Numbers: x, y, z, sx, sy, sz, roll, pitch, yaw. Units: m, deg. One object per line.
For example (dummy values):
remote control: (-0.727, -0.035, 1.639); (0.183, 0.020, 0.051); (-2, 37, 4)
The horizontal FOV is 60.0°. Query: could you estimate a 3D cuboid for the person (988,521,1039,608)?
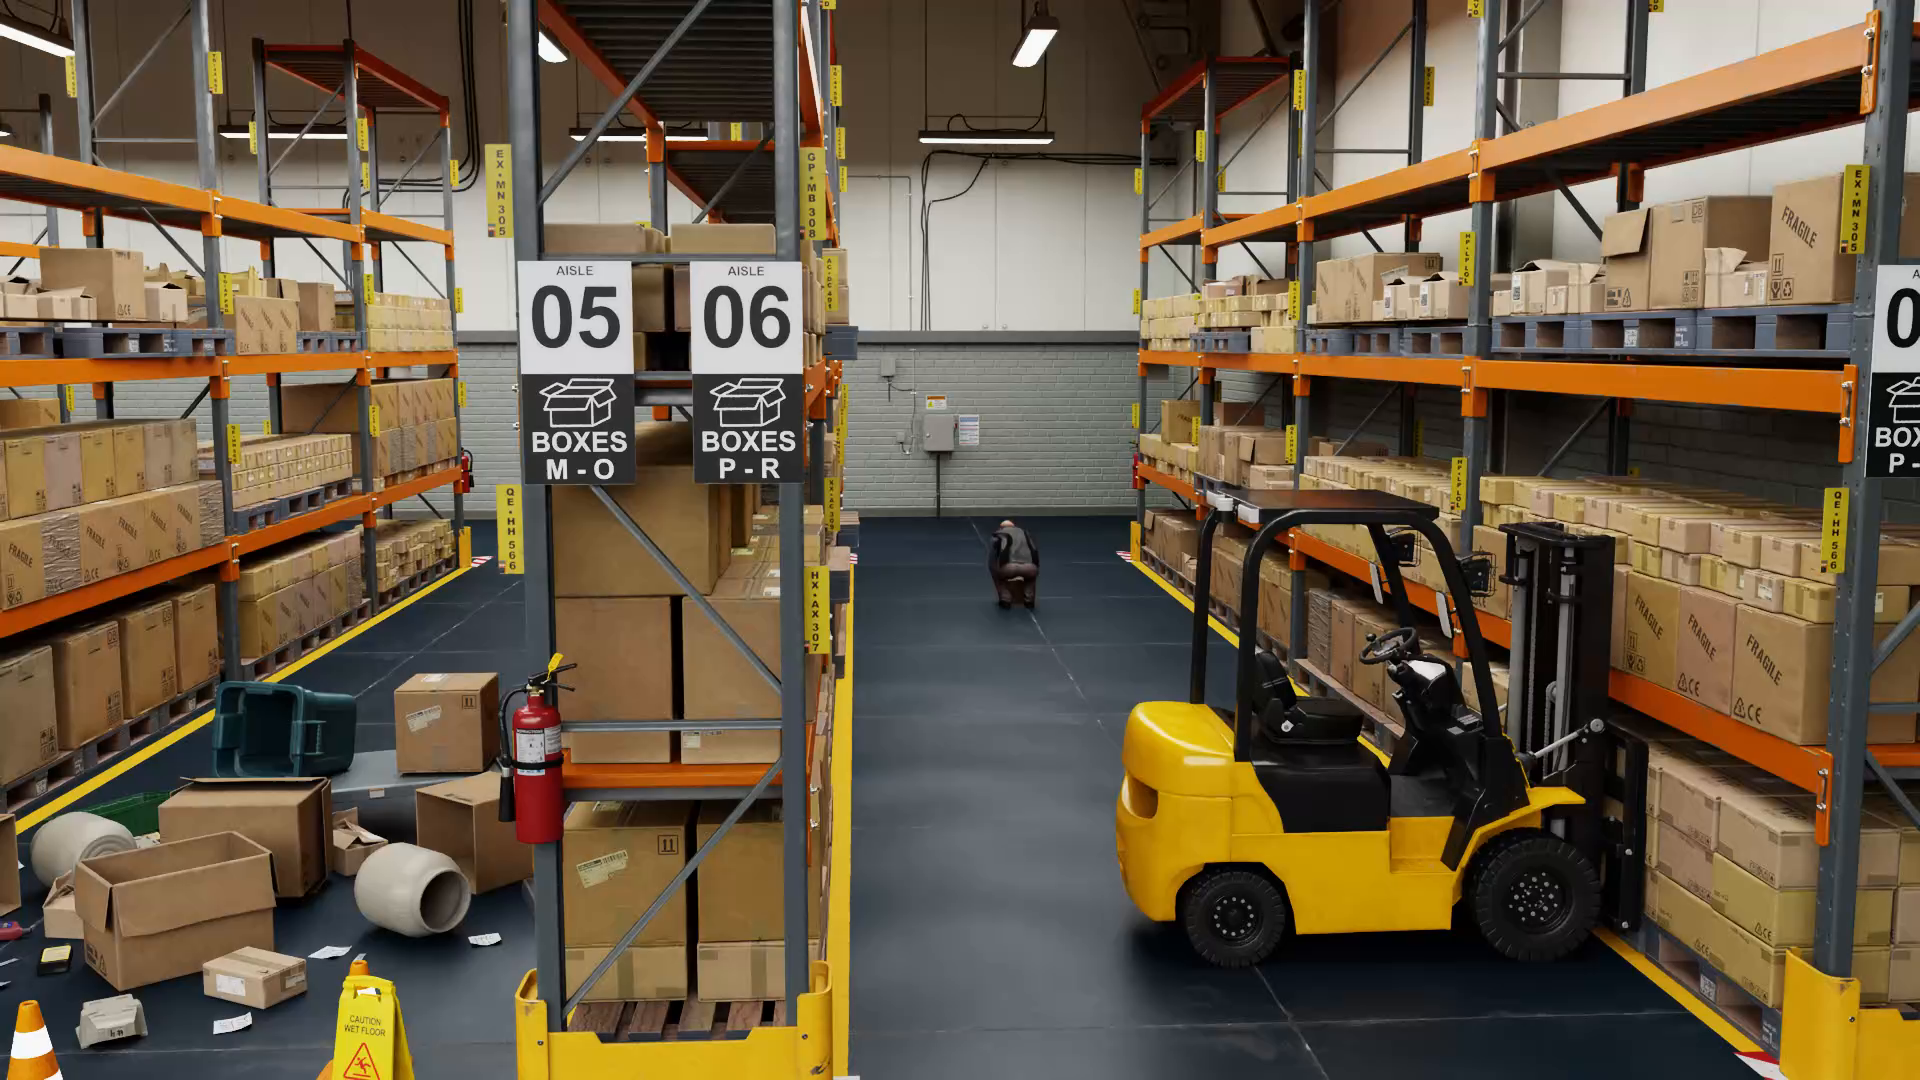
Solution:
person: (0.600, 0.274, 18.521); (0.539, 0.906, 0.857); (0, 7, -4)
